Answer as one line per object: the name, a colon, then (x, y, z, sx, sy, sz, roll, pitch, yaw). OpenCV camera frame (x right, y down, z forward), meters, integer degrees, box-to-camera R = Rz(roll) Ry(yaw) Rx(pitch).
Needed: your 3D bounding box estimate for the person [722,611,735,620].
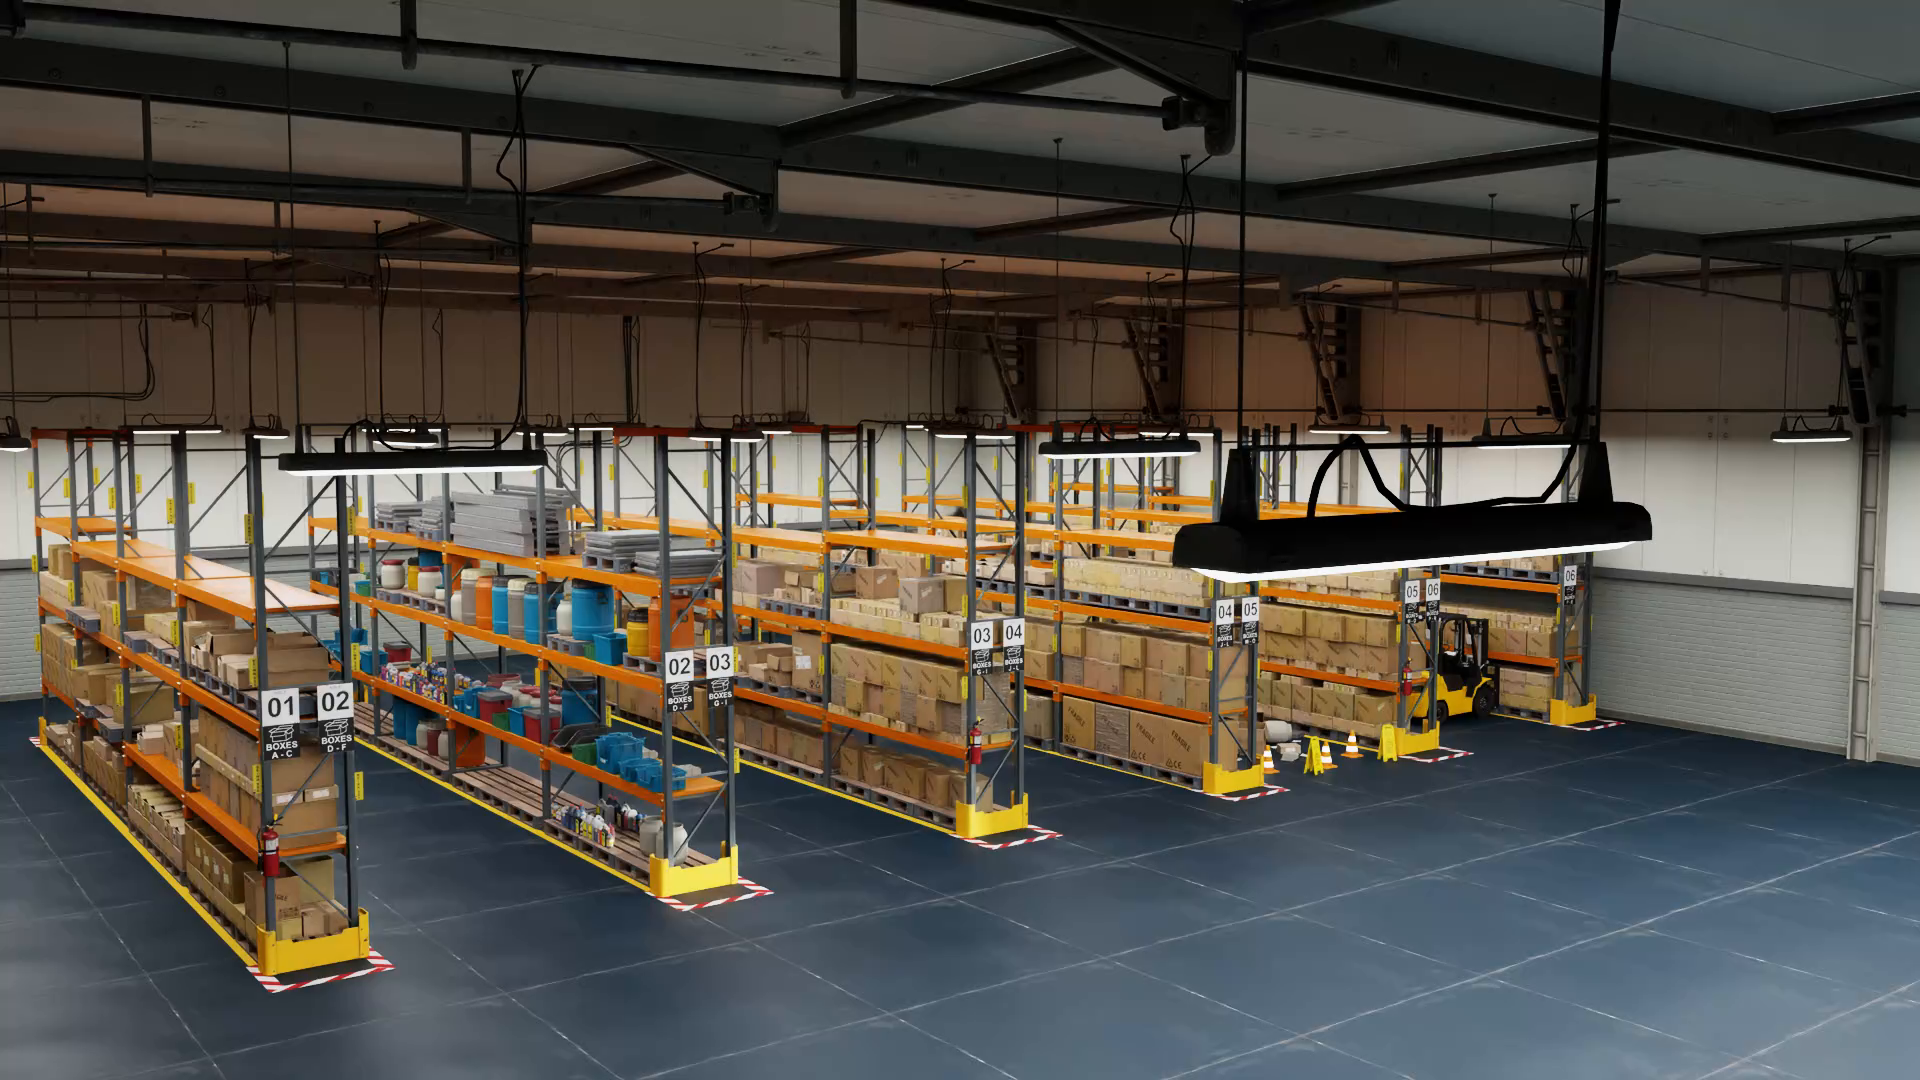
person: (-5.955, 2.264, 42.416, 0.760, 1.487, 0.429, 0, 4, -2)
